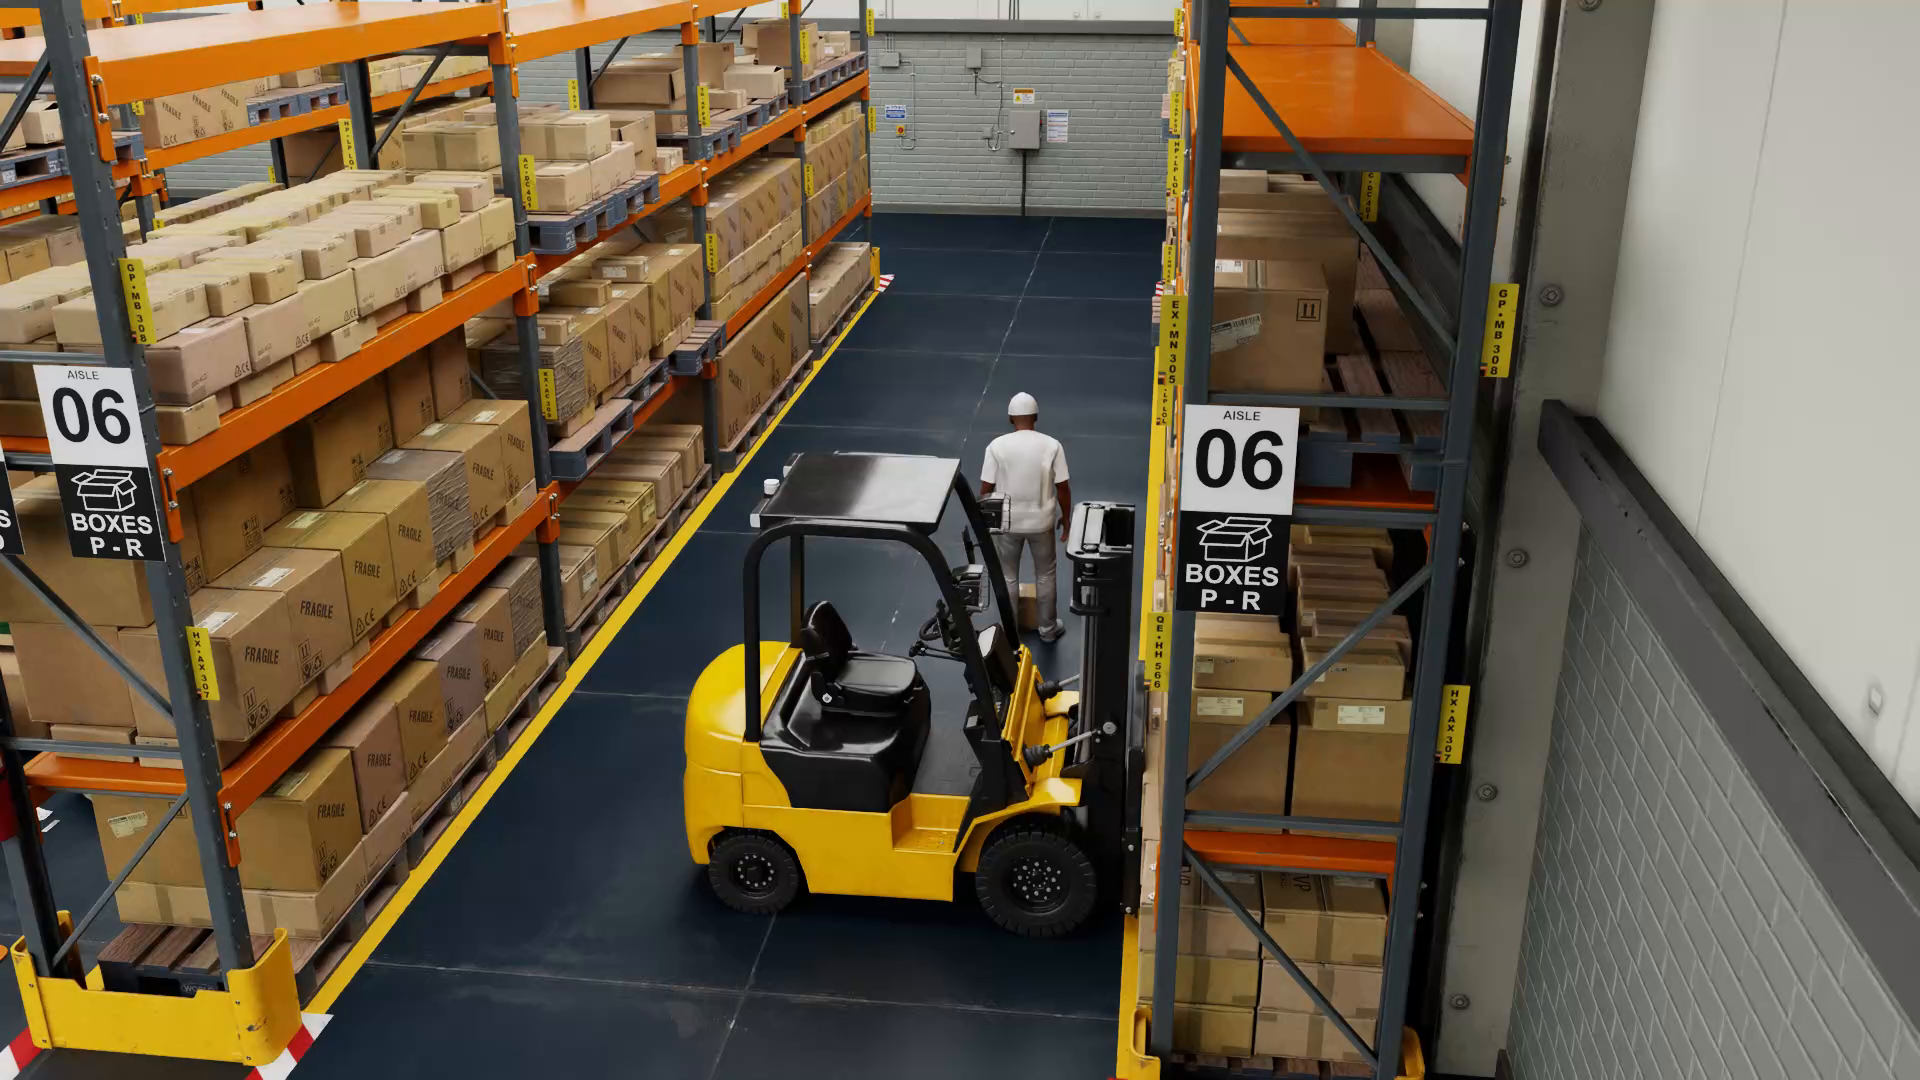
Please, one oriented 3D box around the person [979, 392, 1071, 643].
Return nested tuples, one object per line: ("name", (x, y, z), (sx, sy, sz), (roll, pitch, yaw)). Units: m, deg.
("person", (0.450, -0.147, 11.441), (0.629, 1.759, 0.460), (1, 21, 3))
